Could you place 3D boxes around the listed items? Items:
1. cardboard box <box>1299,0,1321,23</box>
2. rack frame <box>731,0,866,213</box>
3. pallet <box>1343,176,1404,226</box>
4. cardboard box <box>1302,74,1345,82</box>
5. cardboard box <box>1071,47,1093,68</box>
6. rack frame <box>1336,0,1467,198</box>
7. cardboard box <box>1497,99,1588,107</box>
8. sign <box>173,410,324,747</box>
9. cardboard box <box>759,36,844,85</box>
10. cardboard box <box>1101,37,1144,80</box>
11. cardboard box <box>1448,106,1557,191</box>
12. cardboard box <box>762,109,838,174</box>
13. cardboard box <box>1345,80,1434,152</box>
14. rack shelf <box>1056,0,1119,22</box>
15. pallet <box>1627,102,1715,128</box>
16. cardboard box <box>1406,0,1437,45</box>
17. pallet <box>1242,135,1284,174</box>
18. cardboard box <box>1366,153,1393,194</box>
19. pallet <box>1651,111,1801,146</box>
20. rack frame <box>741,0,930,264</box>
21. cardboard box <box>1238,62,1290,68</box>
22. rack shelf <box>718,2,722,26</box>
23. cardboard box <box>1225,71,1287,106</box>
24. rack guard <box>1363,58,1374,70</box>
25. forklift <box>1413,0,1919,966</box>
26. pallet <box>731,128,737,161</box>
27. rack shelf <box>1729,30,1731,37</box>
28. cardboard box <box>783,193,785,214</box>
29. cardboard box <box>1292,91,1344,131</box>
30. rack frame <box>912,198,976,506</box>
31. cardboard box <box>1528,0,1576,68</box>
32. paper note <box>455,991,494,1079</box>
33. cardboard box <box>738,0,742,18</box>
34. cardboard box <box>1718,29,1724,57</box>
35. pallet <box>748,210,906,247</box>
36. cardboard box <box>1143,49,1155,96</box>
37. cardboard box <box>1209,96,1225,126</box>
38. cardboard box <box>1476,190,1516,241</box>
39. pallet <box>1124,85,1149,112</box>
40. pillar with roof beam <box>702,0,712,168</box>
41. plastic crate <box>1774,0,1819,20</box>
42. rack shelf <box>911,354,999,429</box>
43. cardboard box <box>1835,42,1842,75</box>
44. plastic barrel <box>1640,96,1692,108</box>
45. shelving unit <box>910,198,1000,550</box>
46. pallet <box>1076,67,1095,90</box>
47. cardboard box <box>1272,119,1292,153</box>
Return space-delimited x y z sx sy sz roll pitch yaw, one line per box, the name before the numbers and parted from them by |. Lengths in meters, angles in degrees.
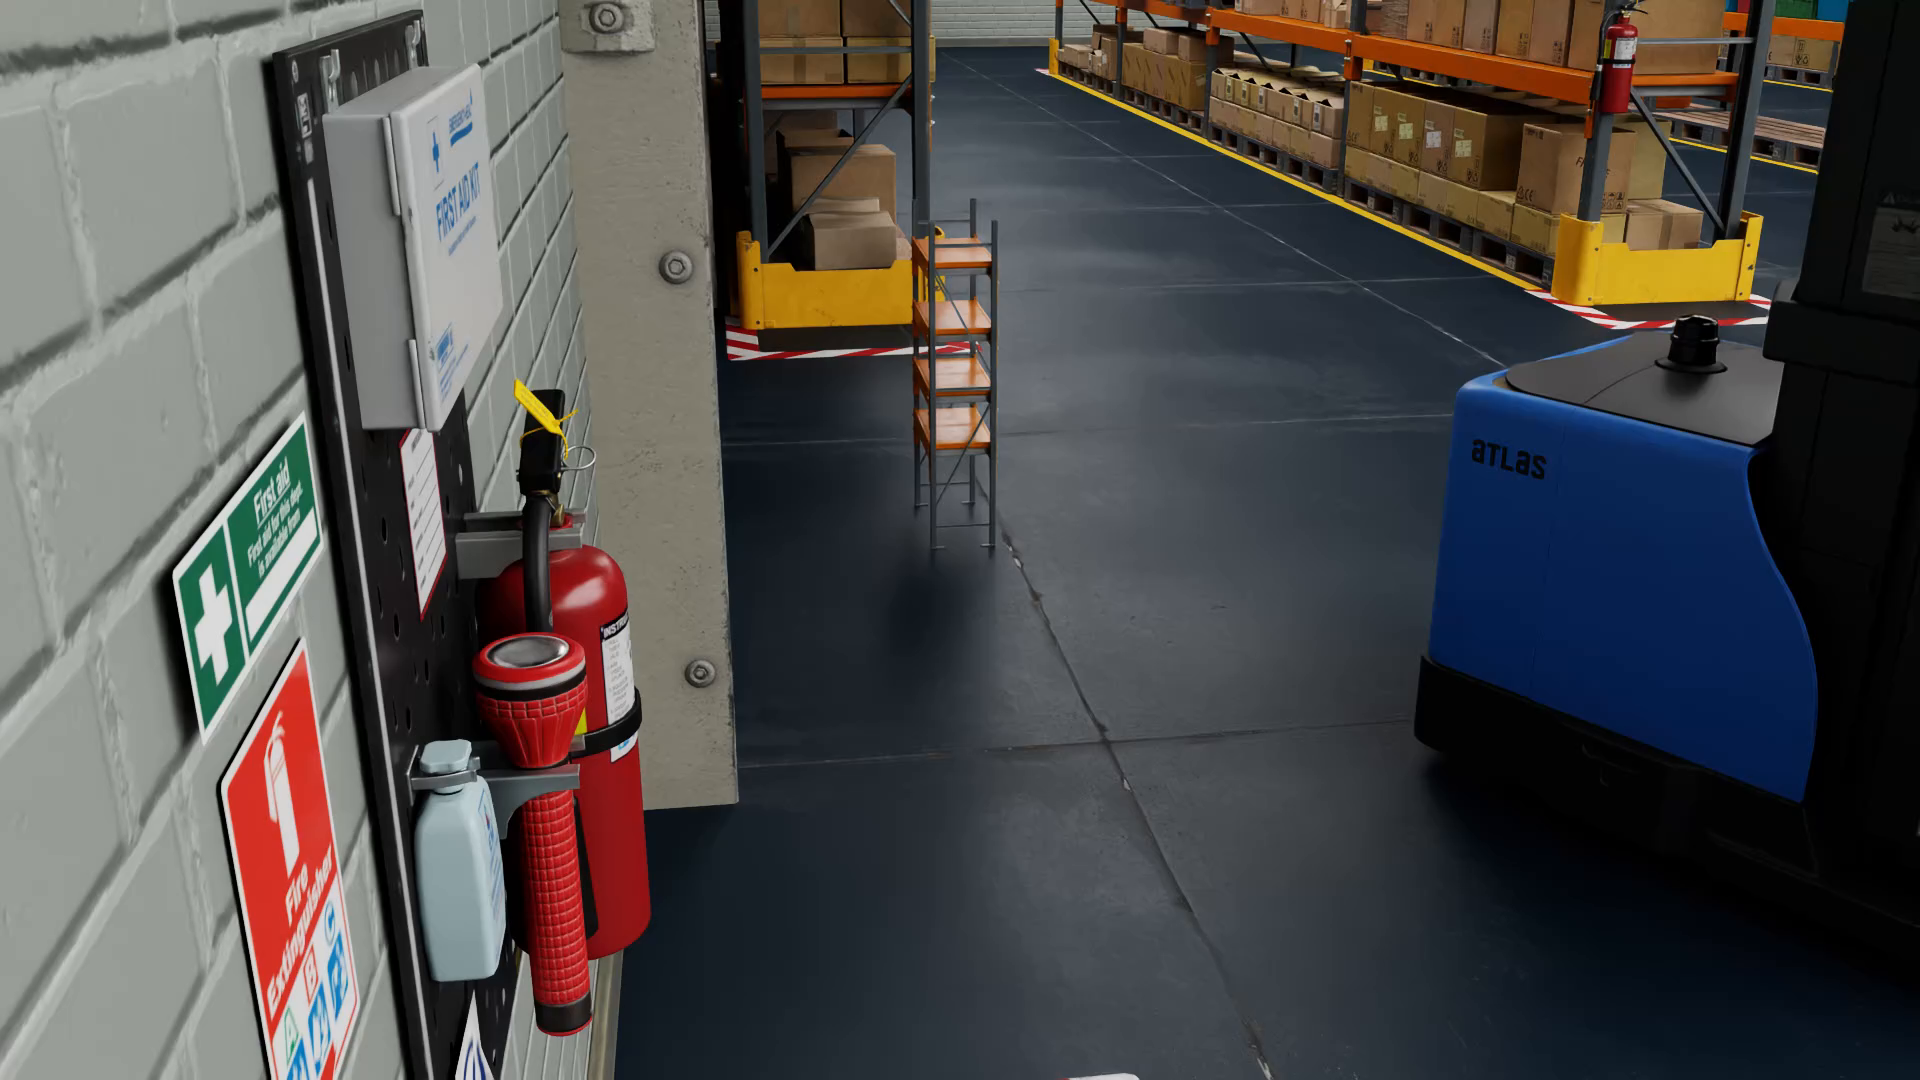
cardboard box | 3.411 -4.960 15.065 0.500 0.500 0.500 -3 21 -8
rack frame | -1.247 -4.039 12.743 1.000 3.000 0.127 -3 21 -8
pallet | 3.727 -2.706 13.161 1.003 0.211 1.213 -3 21 -8
cardboard box | 3.548 -4.323 16.032 0.500 0.311 0.500 -3 21 -8
cardboard box | 1.866 -6.814 23.474 0.500 0.250 0.500 -3 21 -8
rack frame | 3.654 -4.290 13.416 1.000 3.000 0.127 -3 21 -8
cardboard box | 4.160 -2.882 11.902 0.500 0.500 0.500 -3 21 -8
sign | -0.459 0.012 1.089 0.001 0.109 0.331 -3 21 -8
cardboard box | -0.930 -2.745 9.465 0.500 0.250 0.500 -3 21 -7
cardboard box | 2.138 -6.278 21.682 0.500 0.500 0.500 -3 21 -8
cardboard box | 3.700 -2.681 11.366 0.500 0.500 0.500 -3 21 -8
cardboard box | -1.370 -3.328 13.784 0.700 0.500 0.500 -2 21 -6
cardboard box | 3.411 -3.374 13.220 0.500 0.500 0.500 -3 21 -8
rack shelf | 2.212 -7.415 22.811 1.077 0.370 4.000 -3 21 -8
pallet | 7.825 -4.888 19.002 1.003 0.211 1.213 -3 21 -8
cardboard box | 3.807 -4.001 12.499 0.700 0.500 0.500 -3 21 -8
pallet | 3.330 -3.660 15.715 1.003 0.211 1.213 -3 21 -8
cardboard box | 3.488 -2.850 12.888 0.500 0.250 0.500 -3 21 -8
pallet | 8.053 -4.347 17.553 1.003 0.211 1.213 -3 21 -8
rack frame | -0.671 -2.654 9.035 1.000 3.000 0.127 -3 21 -8
cardboard box | 3.295 -4.882 17.944 0.500 0.500 0.500 -2 21 -5
rack shelf | -2.689 -7.164 22.139 1.077 0.370 4.000 -3 21 -8
cardboard box | 2.946 -4.469 16.422 0.500 0.311 0.500 -3 21 -9
rack guard | 6.810 -7.530 25.663 1.175 0.500 0.348 -3 21 -8
forklift | 2.570 -0.478 3.308 1.130 2.935 3.031 -16 26 -36
pallet | -1.713 -3.847 16.214 1.003 0.211 1.213 -3 21 -8
rack shelf | 7.691 -6.279 19.769 1.077 0.370 4.000 -3 21 -8
cardboard box | -1.037 -2.355 11.680 0.380 0.149 0.250 -5 21 -12
cardboard box | 3.231 -3.767 14.543 0.500 0.311 0.500 -2 21 -6
rack frame | -0.059 -0.704 6.386 0.240 1.200 0.015 -3 21 -8
cardboard box | 4.096 -3.296 10.611 0.700 0.500 0.500 -2 21 -6
paper note | -0.487 0.560 1.690 0.016 0.148 0.142 -3 21 -8
cardboard box | -1.249 -3.804 11.228 0.500 0.500 0.500 -2 21 -6
cardboard box | 11.899 -7.927 25.590 0.875 0.875 0.875 -3 21 -8
pallet | -0.936 -2.079 11.480 1.003 0.211 1.213 -3 21 -8
cardboard box | 2.482 -5.558 19.753 0.500 0.500 0.500 -3 21 -7
cardboard box | 2.862 -4.388 17.006 0.500 0.250 0.500 -3 21 -8
cardboard box | 3.777 -2.157 11.034 0.500 0.250 0.500 -3 21 -8
pallet | 2.655 -5.474 20.571 1.003 0.211 1.213 -3 21 -8
pillar with roof beam | 1.767 -7.958 14.661 9.100 9.000 0.400 -3 21 -8
plastic crate | 8.026 -5.028 15.694 0.450 0.188 0.662 -3 21 -8
rack shelf | -0.024 -0.556 6.183 0.258 0.148 0.480 -3 21 -8
cardboard box | 12.416 -6.539 21.874 1.225 0.875 0.875 -3 21 -8
plastic barrel | 7.892 -5.272 18.546 0.600 0.830 0.708 -3 21 -8
shelving unit | -0.024 -0.619 6.160 0.258 1.200 0.503 -3 21 -8
pallet | 2.224 -6.415 23.090 1.003 0.211 1.213 -3 21 -8
cardboard box | 3.162 -3.680 15.112 0.500 0.250 0.500 -2 21 -7
